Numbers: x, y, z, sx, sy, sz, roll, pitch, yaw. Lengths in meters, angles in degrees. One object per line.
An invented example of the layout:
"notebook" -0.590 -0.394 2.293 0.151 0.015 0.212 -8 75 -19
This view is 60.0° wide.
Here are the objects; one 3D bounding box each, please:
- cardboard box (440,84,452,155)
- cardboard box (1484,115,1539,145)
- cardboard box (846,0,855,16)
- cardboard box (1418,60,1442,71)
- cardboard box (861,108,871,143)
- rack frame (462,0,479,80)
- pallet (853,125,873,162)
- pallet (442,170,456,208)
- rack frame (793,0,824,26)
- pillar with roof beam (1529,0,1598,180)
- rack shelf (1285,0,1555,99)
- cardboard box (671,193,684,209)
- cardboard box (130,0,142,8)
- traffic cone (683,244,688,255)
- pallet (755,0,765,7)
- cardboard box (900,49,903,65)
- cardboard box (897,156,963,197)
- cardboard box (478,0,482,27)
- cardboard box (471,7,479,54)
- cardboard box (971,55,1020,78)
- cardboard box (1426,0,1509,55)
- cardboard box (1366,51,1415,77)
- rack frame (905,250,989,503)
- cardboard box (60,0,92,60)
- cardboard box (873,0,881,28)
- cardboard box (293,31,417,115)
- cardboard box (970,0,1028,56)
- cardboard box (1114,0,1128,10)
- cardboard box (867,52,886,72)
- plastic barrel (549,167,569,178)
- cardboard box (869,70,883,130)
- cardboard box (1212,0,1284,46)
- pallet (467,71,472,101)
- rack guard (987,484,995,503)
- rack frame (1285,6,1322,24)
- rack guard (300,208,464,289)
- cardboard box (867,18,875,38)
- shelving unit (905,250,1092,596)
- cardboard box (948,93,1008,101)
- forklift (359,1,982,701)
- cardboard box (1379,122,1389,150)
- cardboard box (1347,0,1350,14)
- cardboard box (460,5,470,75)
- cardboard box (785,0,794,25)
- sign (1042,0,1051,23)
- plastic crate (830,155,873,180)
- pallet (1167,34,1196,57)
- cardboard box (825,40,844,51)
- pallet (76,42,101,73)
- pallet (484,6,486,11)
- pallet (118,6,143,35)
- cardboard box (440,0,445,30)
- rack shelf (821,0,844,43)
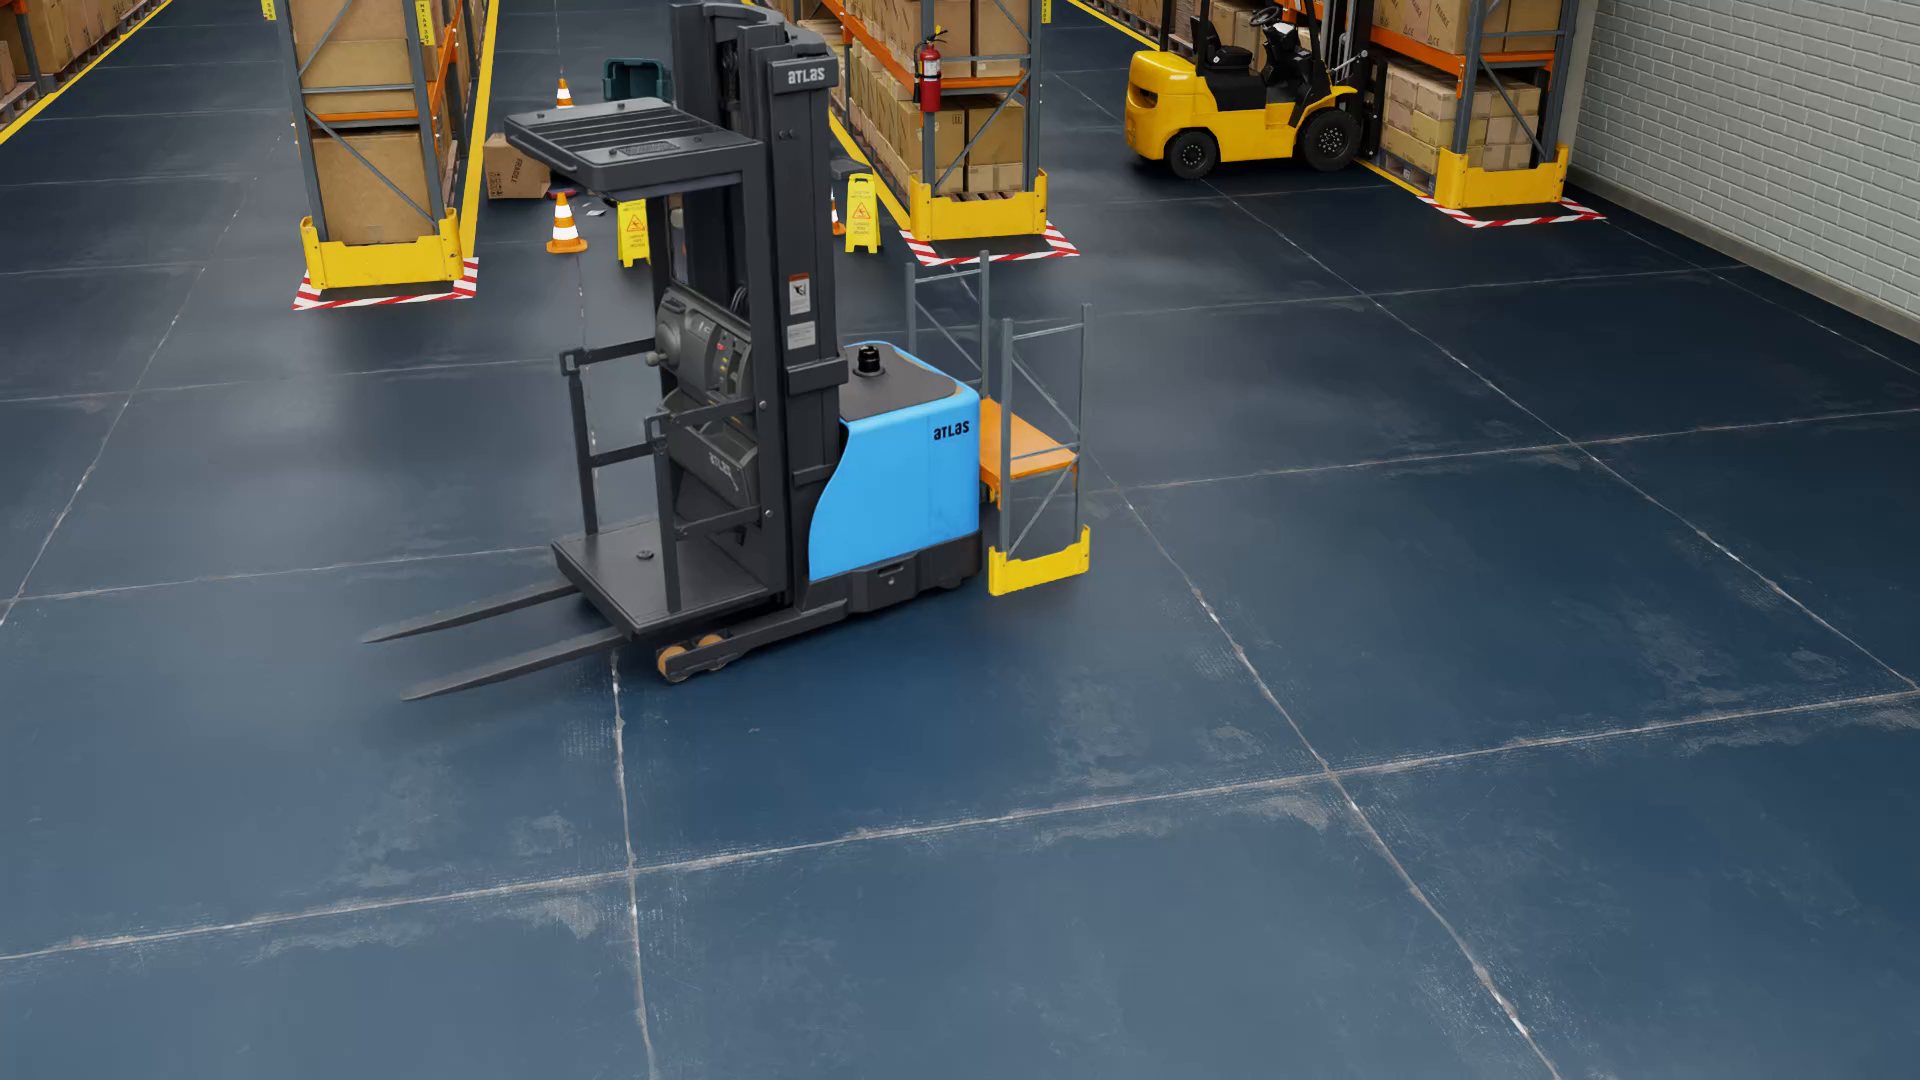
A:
"cardboard box" -5.450 -4.179 16.092 0.875 0.875 0.875 -6 27 -11
"cardboard box" 5.109 -3.930 15.738 0.500 0.250 0.500 -5 27 -11
"cardboard box" -0.966 -5.487 17.071 0.380 0.149 0.250 -6 27 -12
"cardboard box" 4.870 -4.596 16.502 0.500 0.250 0.500 -6 27 -12
"cardboard box" -0.723 -4.210 16.848 0.500 0.250 0.500 -4 27 -9
"rack frame" -6.425 -6.979 19.748 1.000 3.000 0.127 -6 27 -12
"pallet" -0.538 -4.234 17.404 1.003 0.211 1.213 -6 27 -12
"pallet" -5.150 -3.100 15.157 1.003 0.211 1.213 -6 27 -12
"rack frame" -1.625 -7.526 20.832 1.000 3.000 0.127 -6 27 -12
"pillar with roof beam" 1.540 -7.158 13.444 9.100 9.000 0.400 -6 27 -12
"rack shelf" 4.562 -5.076 16.777 1.077 0.370 4.000 -6 27 -12
"cardboard box" -2.685 -3.413 15.454 0.637 0.503 0.797 19 32 32
"cardboard box" -12.456 -8.208 24.074 0.875 0.875 0.875 -6 27 -12
"traffic cone" -2.181 -2.677 14.041 0.336 0.463 0.334 -6 27 -12
"pallet" -2.622 -8.379 25.616 1.003 0.211 1.213 -6 27 -12
"cardboard box" -0.317 -4.259 14.638 0.380 0.149 0.250 -6 27 -12
"cardboard box" -0.272 -3.312 15.068 0.500 0.250 0.500 -6 27 -12
"cardboard box" -6.799 -7.282 22.656 0.500 0.500 0.500 -7 28 -13
"cardboard box" -6.336 -6.387 20.883 0.500 0.500 0.500 -7 28 -14
"cardboard box" 0.303 -4.072 14.267 0.380 0.149 0.250 -6 27 -11
"cardboard box" 4.646 -4.754 15.228 0.500 0.500 0.500 -7 28 -13
"cardboard box" 4.254 -4.764 16.835 0.500 0.250 0.500 -7 28 -13
"rack frame" -0.066 -0.848 9.266 0.500 1.500 0.032 -14 30 -26
"cardboard box" -11.609 -6.456 20.603 1.225 0.875 0.875 -6 27 -11
"cardboard box" -0.527 -5.066 15.518 0.500 0.500 0.500 -6 27 -11
"cardboard box" -4.750 -3.692 13.070 0.875 0.550 0.550 -6 27 -12
"cardboard box" 0.341 -4.427 14.252 0.500 0.500 0.500 -6 27 -12
"cardboard box" 2.547 -7.943 23.967 0.500 0.500 0.500 -7 28 -13
"cardboard box" -0.703 -4.664 16.194 0.380 0.149 0.250 -4 27 -9
"plastic barrel" -3.774 -3.731 16.171 0.512 0.421 0.421 13 30 24
"cardboard box" -0.607 -4.317 16.227 0.500 0.500 0.500 -5 27 -9
"cardboard box" 3.644 -6.302 20.576 0.875 0.625 0.625 -7 28 -14
"pallet" -6.321 -5.380 19.675 1.003 0.211 1.213 -6 27 -12
"rack guard" -0.066 -0.290 9.546 0.587 0.250 0.087 -14 30 -26
"rack frame" 4.111 -6.276 18.354 1.000 3.000 0.127 -6 27 -12
"rack guard" -4.617 -2.340 13.332 1.175 0.500 0.348 -6 27 -12
"cardboard box" -0.686 -4.924 15.956 0.380 0.149 0.250 -6 27 -11
"shelving unit" 0.177 -0.652 8.876 0.587 1.500 1.083 -14 30 -26
"cardboard box" 0.137 -3.930 15.461 0.500 0.500 0.500 -7 28 -14
"forklift" -1.392 -0.905 7.789 3.031 2.935 1.130 -17 31 -30
"cardboard box" 4.392 -4.094 16.617 0.500 0.250 0.500 -6 27 -11
"cardboard box" 4.205 -5.650 17.004 0.500 0.500 0.500 -6 27 -12
"cardboard box" -6.376 -5.886 19.612 1.050 0.750 0.750 -6 27 -12
"cardboard box" -1.897 -7.469 22.610 0.875 0.875 0.875 -6 27 -11
"sign" 0.706 -4.456 13.788 0.100 0.325 0.005 -6 27 -12
"plastic crate" -1.169 -3.694 16.480 0.402 0.080 0.583 -16 31 -29
"pallet" 3.357 -6.421 21.738 1.003 0.211 1.213 -6 27 -12
"cardboard box" -1.168 -5.635 19.535 0.950 0.372 0.625 -5 27 -10
"pallet" -11.656 -6.163 21.226 1.003 0.211 1.213 -6 27 -12
"pallet" -7.513 -7.781 24.432 1.003 0.211 1.213 -6 27 -12
"pallet" -12.277 -7.373 23.622 1.003 0.211 1.213 -6 27 -12
"cardboard box" -5.429 -5.129 15.917 0.875 0.550 0.550 -6 27 -12
"rack shelf" -1.175 -6.327 19.254 1.077 0.370 4.000 -6 27 -12
